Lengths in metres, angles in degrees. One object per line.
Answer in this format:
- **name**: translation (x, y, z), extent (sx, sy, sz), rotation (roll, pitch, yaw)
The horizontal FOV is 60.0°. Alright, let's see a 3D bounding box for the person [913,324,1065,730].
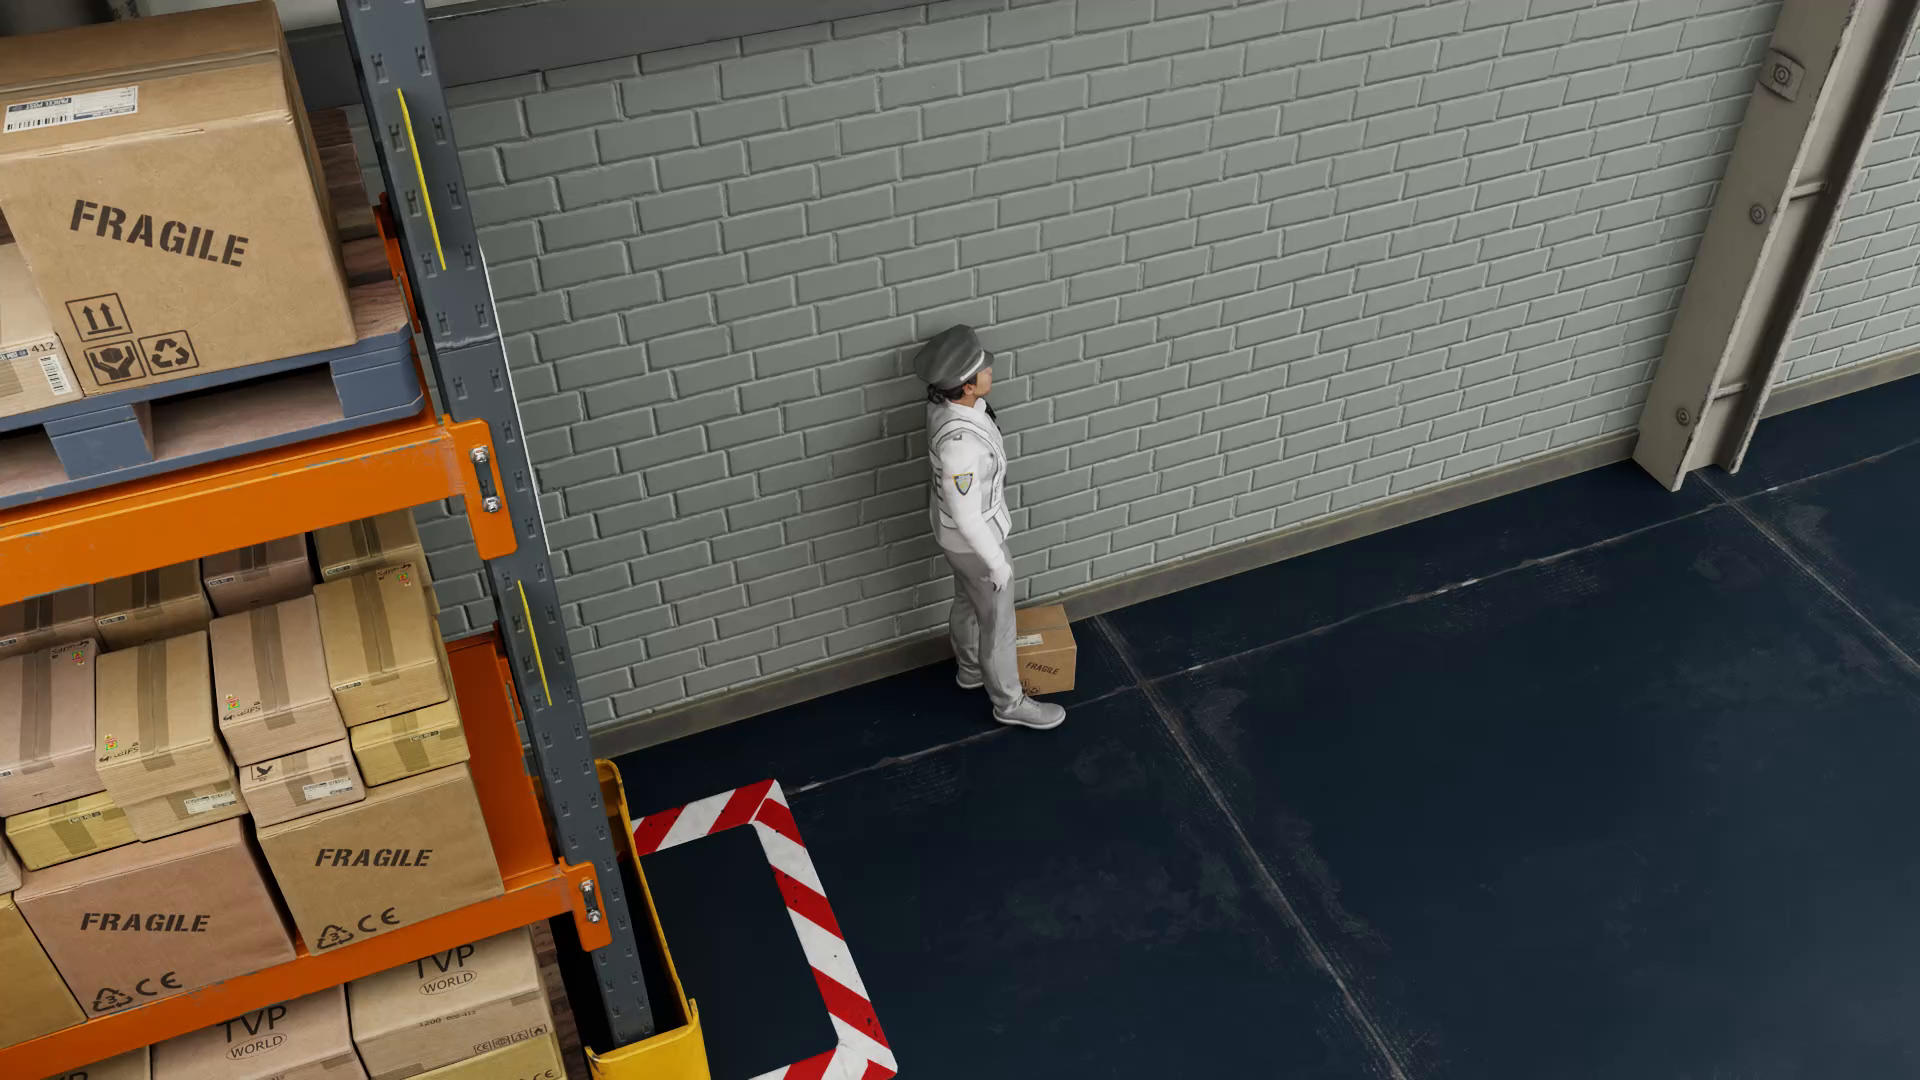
- **person**: translation (0.115, -0.052, 6.180), extent (0.534, 1.696, 0.587), rotation (-6, 42, -7)
